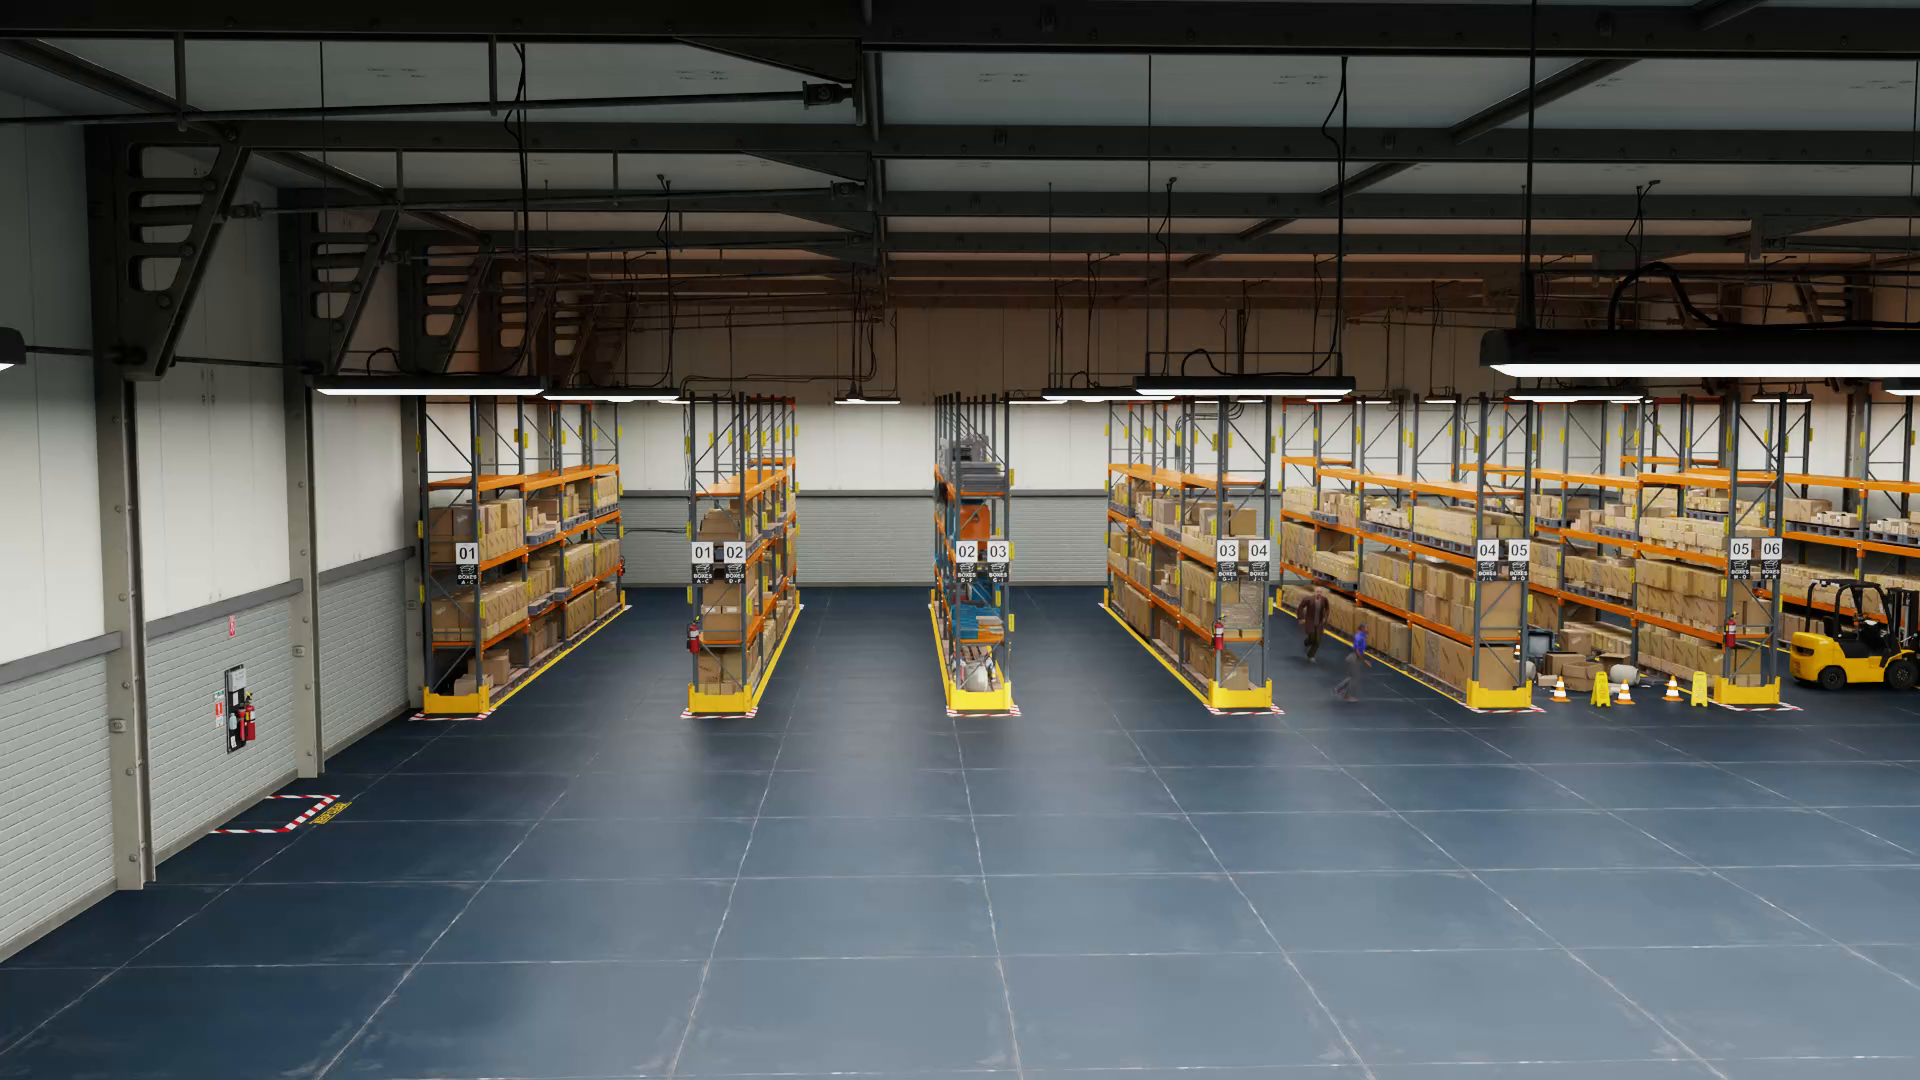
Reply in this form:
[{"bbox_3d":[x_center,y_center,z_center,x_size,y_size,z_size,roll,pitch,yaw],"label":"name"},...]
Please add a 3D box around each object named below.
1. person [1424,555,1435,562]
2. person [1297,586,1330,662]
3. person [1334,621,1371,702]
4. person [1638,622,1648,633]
[{"bbox_3d":[14.077,0.902,49.759,0.817,1.735,0.571,-1,5,-14],"label":"person"},{"bbox_3d":[7.949,1.878,37.425,0.697,1.712,0.717,-1,5,-16],"label":"person"},{"bbox_3d":[7.637,2.348,32.300,0.745,1.581,0.551,2,5,24],"label":"person"},{"bbox_3d":[16.617,1.683,40.353,0.601,1.640,0.945,-1,5,-9],"label":"person"}]
